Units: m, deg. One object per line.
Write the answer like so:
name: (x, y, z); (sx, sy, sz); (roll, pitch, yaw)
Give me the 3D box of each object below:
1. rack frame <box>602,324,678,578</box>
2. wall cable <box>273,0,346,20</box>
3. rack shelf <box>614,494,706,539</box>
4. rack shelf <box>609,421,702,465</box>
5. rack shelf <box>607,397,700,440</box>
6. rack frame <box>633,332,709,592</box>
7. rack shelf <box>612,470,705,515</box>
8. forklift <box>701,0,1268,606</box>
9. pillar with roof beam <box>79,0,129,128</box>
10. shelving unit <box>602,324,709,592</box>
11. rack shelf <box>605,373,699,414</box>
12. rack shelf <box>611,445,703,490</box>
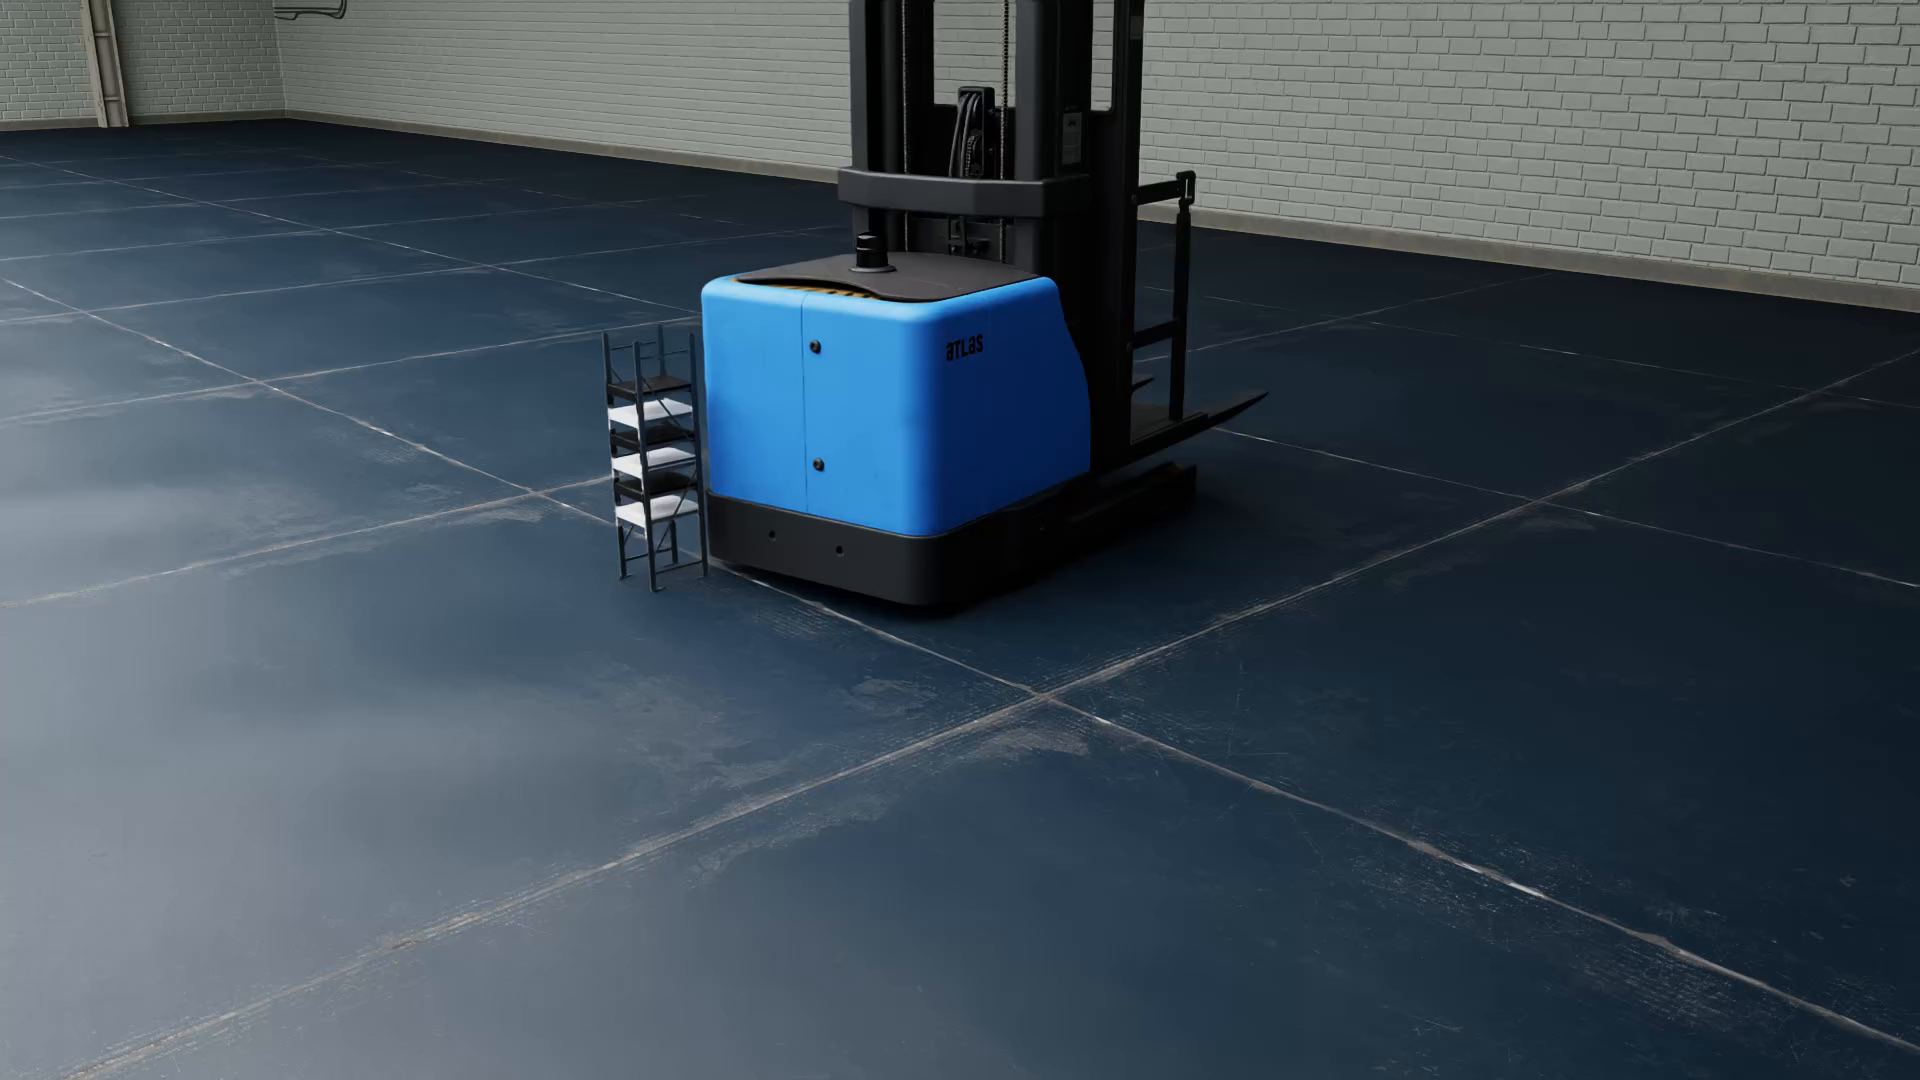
rack frame: (-1.147, -0.315, 5.986); (0.240, 0.900, 0.006); (-16, 24, -39)
wall cable: (-11.114, -10.053, 27.935); (0.112, 2.526, 3.097); (-16, 24, -41)
rack shelf: (-1.077, -0.089, 5.980); (0.258, 0.077, 0.200); (-16, 24, -39)
rack shelf: (-1.080, -0.345, 5.896); (0.258, 0.077, 0.200); (-16, 24, -39)
rack shelf: (-1.080, -0.431, 5.867); (0.258, 0.077, 0.200); (-16, 24, -39)
rack frame: (-1.011, -0.268, 5.841); (0.240, 0.900, 0.006); (-16, 24, -39)
rack shelf: (-1.078, -0.174, 5.952); (0.258, 0.077, 0.200); (-16, 24, -39)
forklift: (0.332, -1.567, 6.566); (1.130, 2.935, 3.031); (12, 22, 33)
pillar with roof beam: (-11.205, -10.237, 23.469); (0.400, 9.000, 9.100); (-16, 24, -41)
shelving unit: (-1.079, -0.292, 5.913); (0.258, 0.900, 0.210); (-16, 24, -39)
rack shelf: (-1.081, -0.516, 5.839); (0.258, 0.077, 0.200); (-16, 24, -39)
rack shelf: (-1.079, -0.260, 5.924); (0.258, 0.077, 0.200); (-16, 24, -39)
